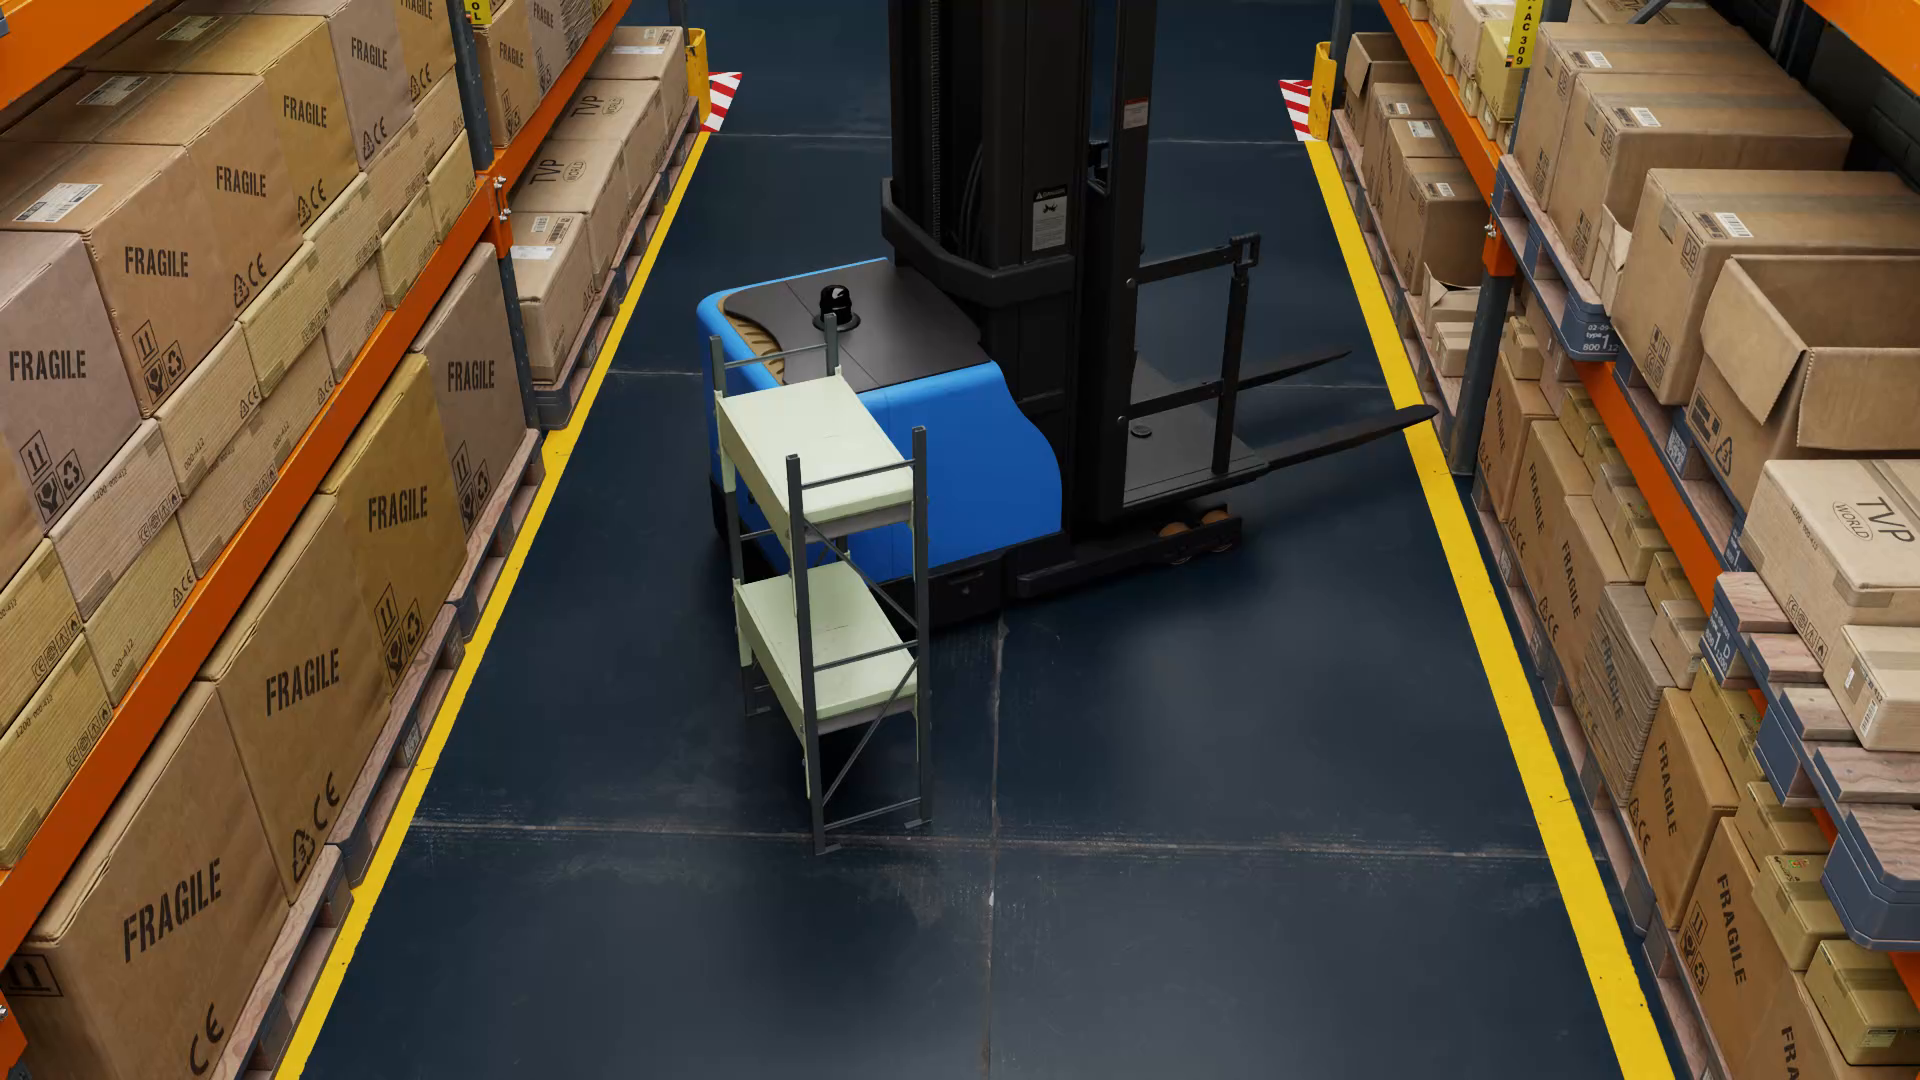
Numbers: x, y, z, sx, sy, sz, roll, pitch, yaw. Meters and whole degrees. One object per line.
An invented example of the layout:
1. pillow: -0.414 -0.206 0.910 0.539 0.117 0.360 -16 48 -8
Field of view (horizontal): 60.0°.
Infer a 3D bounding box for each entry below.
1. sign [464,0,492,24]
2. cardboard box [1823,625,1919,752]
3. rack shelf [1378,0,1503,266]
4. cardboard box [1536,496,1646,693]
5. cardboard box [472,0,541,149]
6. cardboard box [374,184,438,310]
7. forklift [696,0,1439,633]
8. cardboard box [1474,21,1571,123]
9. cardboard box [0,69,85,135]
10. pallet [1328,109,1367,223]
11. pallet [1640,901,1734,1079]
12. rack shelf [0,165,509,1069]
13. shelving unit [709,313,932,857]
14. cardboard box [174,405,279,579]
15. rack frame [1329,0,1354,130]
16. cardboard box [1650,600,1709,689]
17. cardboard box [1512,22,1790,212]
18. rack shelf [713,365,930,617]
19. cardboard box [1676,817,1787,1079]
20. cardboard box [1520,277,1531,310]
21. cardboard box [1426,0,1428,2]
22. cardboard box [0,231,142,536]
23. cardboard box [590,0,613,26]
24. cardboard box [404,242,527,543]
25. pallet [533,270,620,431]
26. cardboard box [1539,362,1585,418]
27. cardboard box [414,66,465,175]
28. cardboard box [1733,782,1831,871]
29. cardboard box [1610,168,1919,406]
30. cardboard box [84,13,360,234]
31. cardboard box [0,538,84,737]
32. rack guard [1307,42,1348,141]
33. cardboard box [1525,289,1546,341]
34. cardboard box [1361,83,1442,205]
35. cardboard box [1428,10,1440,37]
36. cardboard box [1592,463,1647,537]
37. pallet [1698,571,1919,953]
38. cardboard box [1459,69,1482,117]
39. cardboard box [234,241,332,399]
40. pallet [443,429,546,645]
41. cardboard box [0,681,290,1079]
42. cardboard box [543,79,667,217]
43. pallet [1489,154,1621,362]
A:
1. sign: -1.805 -2.071 6.149 0.100 0.325 0.005 1 35 2
2. cardboard box: 2.095 0.319 3.540 0.380 0.149 0.250 2 35 3
3. rack shelf: 2.693 -2.378 8.151 1.077 0.370 4.000 1 35 2
4. cardboard box: 2.332 0.193 5.676 0.500 0.500 0.500 0 35 0
5. cardboard box: -2.067 -1.941 6.816 0.500 0.500 0.500 2 35 3
6. cardboard box: -2.135 -1.019 5.721 0.500 0.250 0.500 1 35 1
7. forklift: 0.560 -1.358 6.133 3.031 2.935 1.130 -16 38 -21
8. cardboard box: 2.389 -1.882 6.691 0.500 0.250 0.500 2 35 3
9. cardboard box: -2.682 -0.962 4.553 0.500 0.500 0.500 1 35 1
10. pallet: 2.739 -2.179 9.667 1.003 0.211 1.213 1 35 2
11. pallet: 2.519 1.487 4.450 1.003 0.211 1.213 1 35 2
12. rack shelf: -2.428 -0.193 5.041 1.077 0.370 4.000 1 35 2
13. shelving unit: -0.425 0.155 5.226 0.431 1.500 0.755 -14 37 -19
14. cardboard box: -2.207 -0.149 4.483 0.500 0.250 0.500 2 35 3
15. rack frame: 2.773 -3.822 9.579 1.000 3.000 0.127 1 35 2
16. cardboard box: 2.300 0.309 4.946 0.380 0.149 0.250 0 35 0
17. cardboard box: 2.369 -1.464 5.772 0.700 0.500 0.500 2 35 3
18. rack shelf: -0.425 -0.165 5.001 0.431 0.370 0.720 -14 37 -19
19. cardboard box: 2.284 1.090 4.399 0.500 0.500 0.500 1 35 1
20. cardboard box: 2.892 -1.152 7.895 0.380 0.149 0.250 1 35 1
21. cardboard box: 2.449 -2.752 7.929 0.500 0.250 0.500 0 35 1
22. cardboard box: -2.234 -0.351 3.684 0.500 0.500 0.500 1 35 2
23. cardboard box: -1.996 -2.811 8.054 0.500 0.500 0.500 2 35 3
24. cardboard box: -2.293 -0.581 6.450 0.875 0.875 0.875 2 35 3
25. pallet: -2.239 -0.930 7.890 1.003 0.211 1.213 1 35 2
26. cardboard box: 2.398 -0.577 6.207 0.380 0.149 0.250 0 35 1
27. cardboard box: -2.122 -1.520 6.000 0.500 0.250 0.500 1 35 2
28. cardboard box: 2.253 0.763 4.301 0.380 0.149 0.250 0 35 0
29. cardboard box: 2.317 -0.715 4.707 0.700 0.500 0.500 1 35 2
30. cardboard box: -2.168 -1.235 4.943 0.500 0.500 0.500 2 35 3
31. cardboard box: -2.241 0.233 3.505 0.500 0.250 0.500 1 35 2
32. rack guard: 2.770 -2.755 10.236 1.175 0.500 0.348 1 35 2
33. cardboard box: 2.393 -0.859 6.349 0.380 0.149 0.250 1 35 1
34. cardboard box: 2.580 -2.131 8.983 0.700 0.500 0.500 3 35 4
35. cardboard box: 2.453 -2.496 7.911 0.380 0.149 0.250 1 35 2
36. cardboard box: 2.354 -0.129 5.570 0.380 0.149 0.250 1 35 2
37. pallet: 2.409 0.462 3.651 1.213 0.211 1.003 1 35 2
38. cardboard box: 2.348 -1.910 7.077 0.380 0.149 0.250 2 35 3
39. cardboard box: -2.153 -0.641 4.749 0.500 0.250 0.500 2 35 3
40. pallet: -2.303 -0.050 6.638 1.003 0.211 1.213 1 35 2
41. cardboard box: -2.397 0.964 4.252 0.875 0.875 0.875 1 35 1
42. cardboard box: -2.142 -2.150 9.064 0.875 0.438 0.875 2 35 3
43. pallet: 2.471 -0.989 5.715 1.003 0.211 1.213 1 35 2
